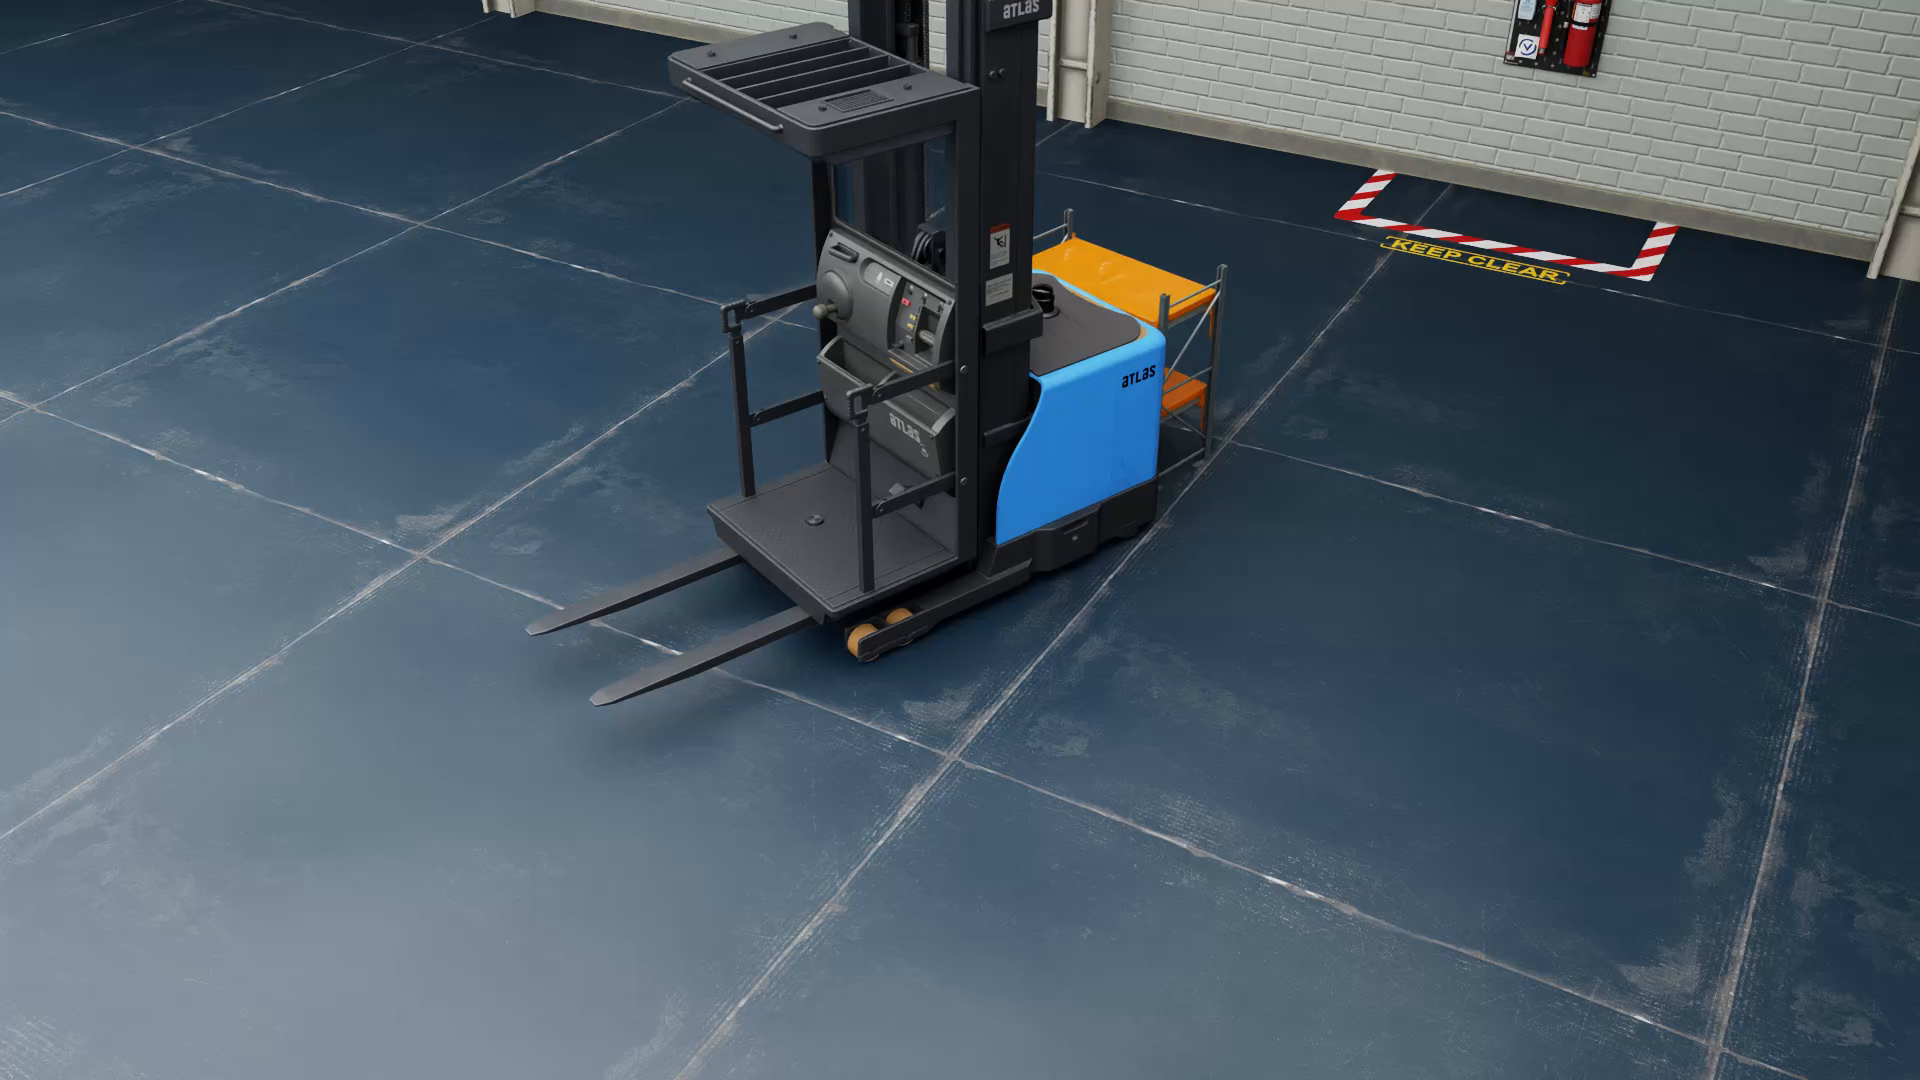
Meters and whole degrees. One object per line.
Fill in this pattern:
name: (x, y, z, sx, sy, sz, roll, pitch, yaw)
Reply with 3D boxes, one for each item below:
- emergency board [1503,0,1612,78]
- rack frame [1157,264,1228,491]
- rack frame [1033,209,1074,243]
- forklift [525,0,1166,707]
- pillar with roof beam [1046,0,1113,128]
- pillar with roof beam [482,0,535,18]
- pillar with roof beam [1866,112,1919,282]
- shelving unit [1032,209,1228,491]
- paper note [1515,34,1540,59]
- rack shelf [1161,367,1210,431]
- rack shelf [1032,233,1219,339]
emergency board: (4.020, -3.676, 11.064, 0.643, 1.169, 0.194, 18, 37, 24)
rack frame: (1.146, -0.802, 8.439, 0.032, 1.125, 0.500, 29, 43, 36)
rack frame: (0.421, -1.197, 9.032, 0.032, 1.125, 0.500, 29, 43, 36)
forklift: (-0.497, -1.009, 7.121, 3.031, 2.935, 1.130, -23, 40, -30)
pillar with roof beam: (-1.199, -5.053, 7.720, 0.400, 9.000, 9.100, 18, 37, 24)
pillar with roof beam: (-6.408, -6.703, 10.198, 0.400, 9.000, 9.100, 18, 37, 24)
pillar with roof beam: (4.010, -3.403, 5.242, 0.400, 9.000, 9.100, 18, 37, 24)
shelving unit: (0.784, -0.999, 8.736, 1.048, 1.125, 0.538, 29, 43, 36)
paper note: (3.900, -3.391, 11.431, 0.142, 0.148, 0.016, 18, 37, 24)
rack shelf: (0.784, -0.796, 8.871, 1.000, 0.278, 0.538, 29, 43, 36)
rack shelf: (0.784, -1.243, 8.573, 1.000, 0.278, 0.538, 29, 43, 36)
